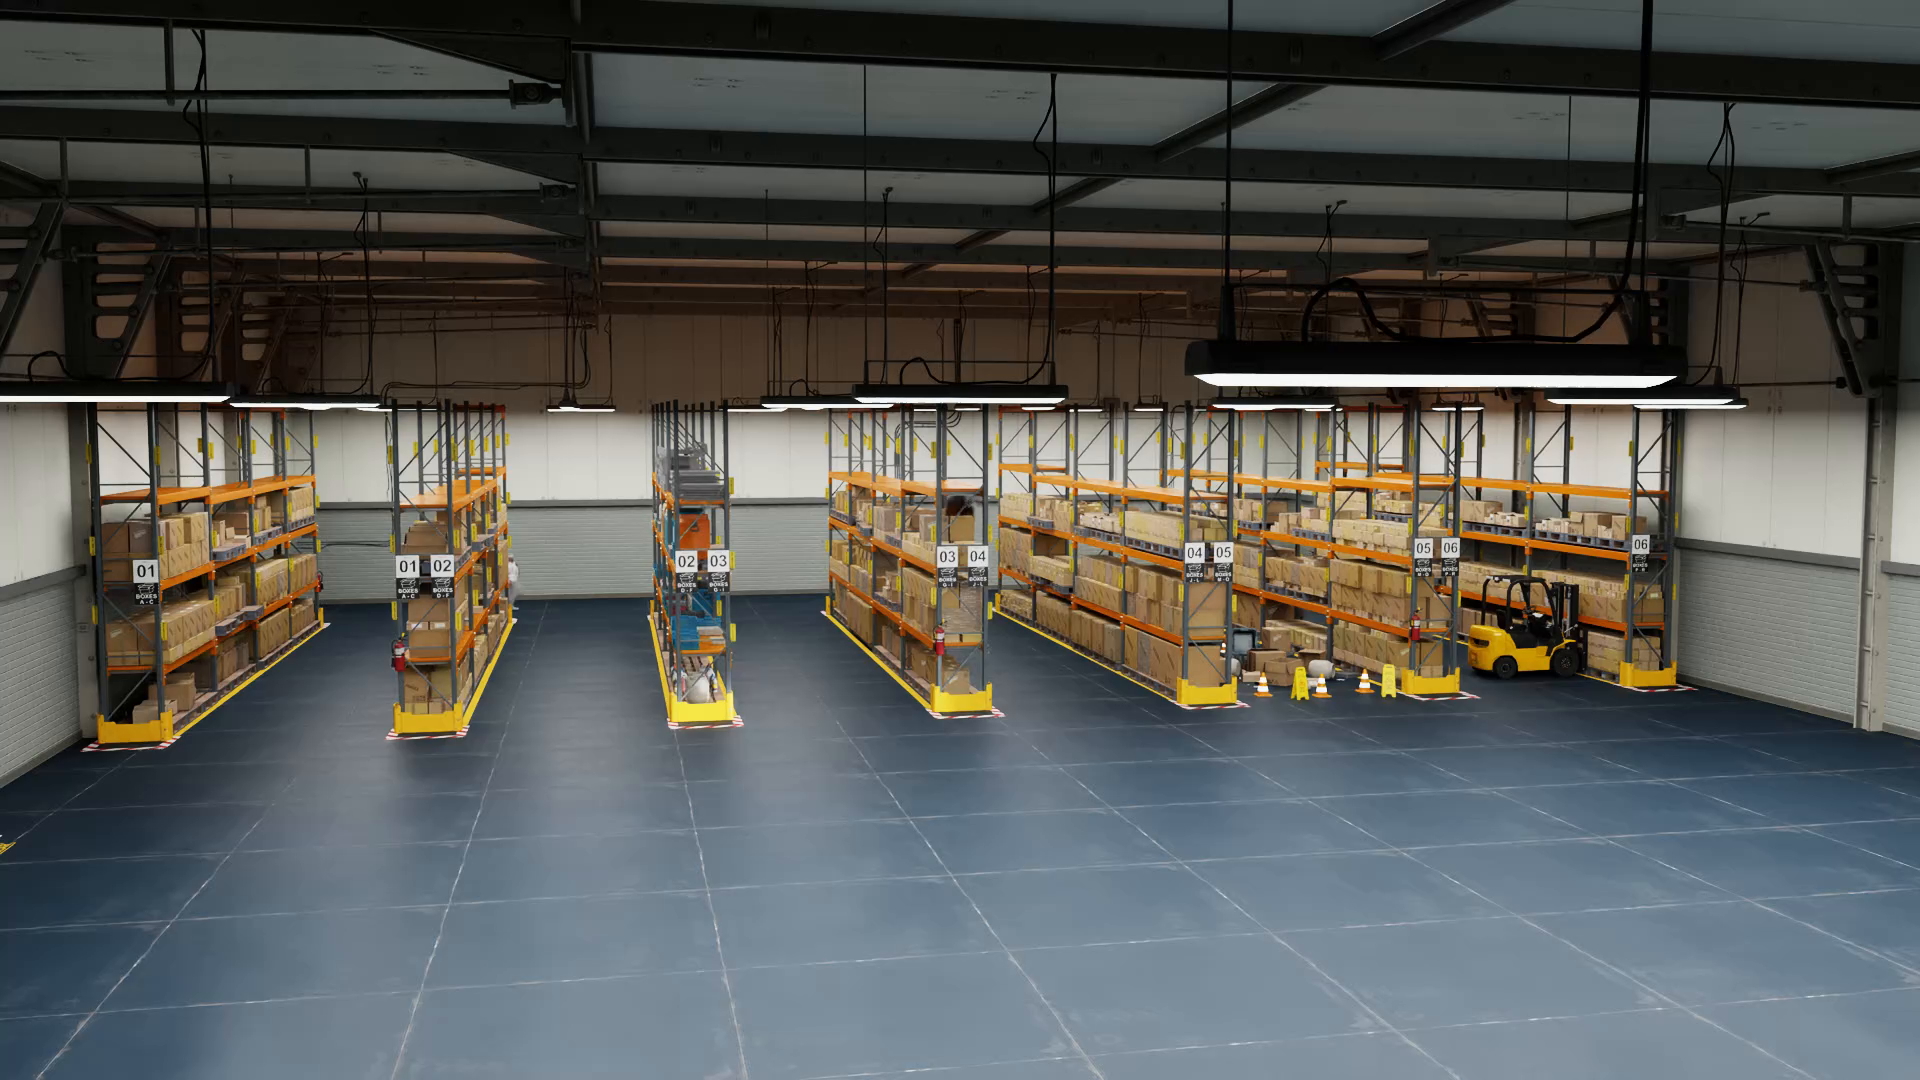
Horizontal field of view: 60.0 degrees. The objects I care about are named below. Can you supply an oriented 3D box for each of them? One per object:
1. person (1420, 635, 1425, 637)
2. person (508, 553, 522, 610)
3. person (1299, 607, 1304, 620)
[{"bbox_3d":[10.608,2.019,38.442,0.408,1.653,0.596,1,4,15],"label":"person"},{"bbox_3d":[-13.064,1.209,48.587,0.453,1.671,0.452,-1,4,-8],"label":"person"},{"bbox_3d":[9.422,1.363,46.430,0.403,1.724,0.571,-1,4,-11],"label":"person"}]
